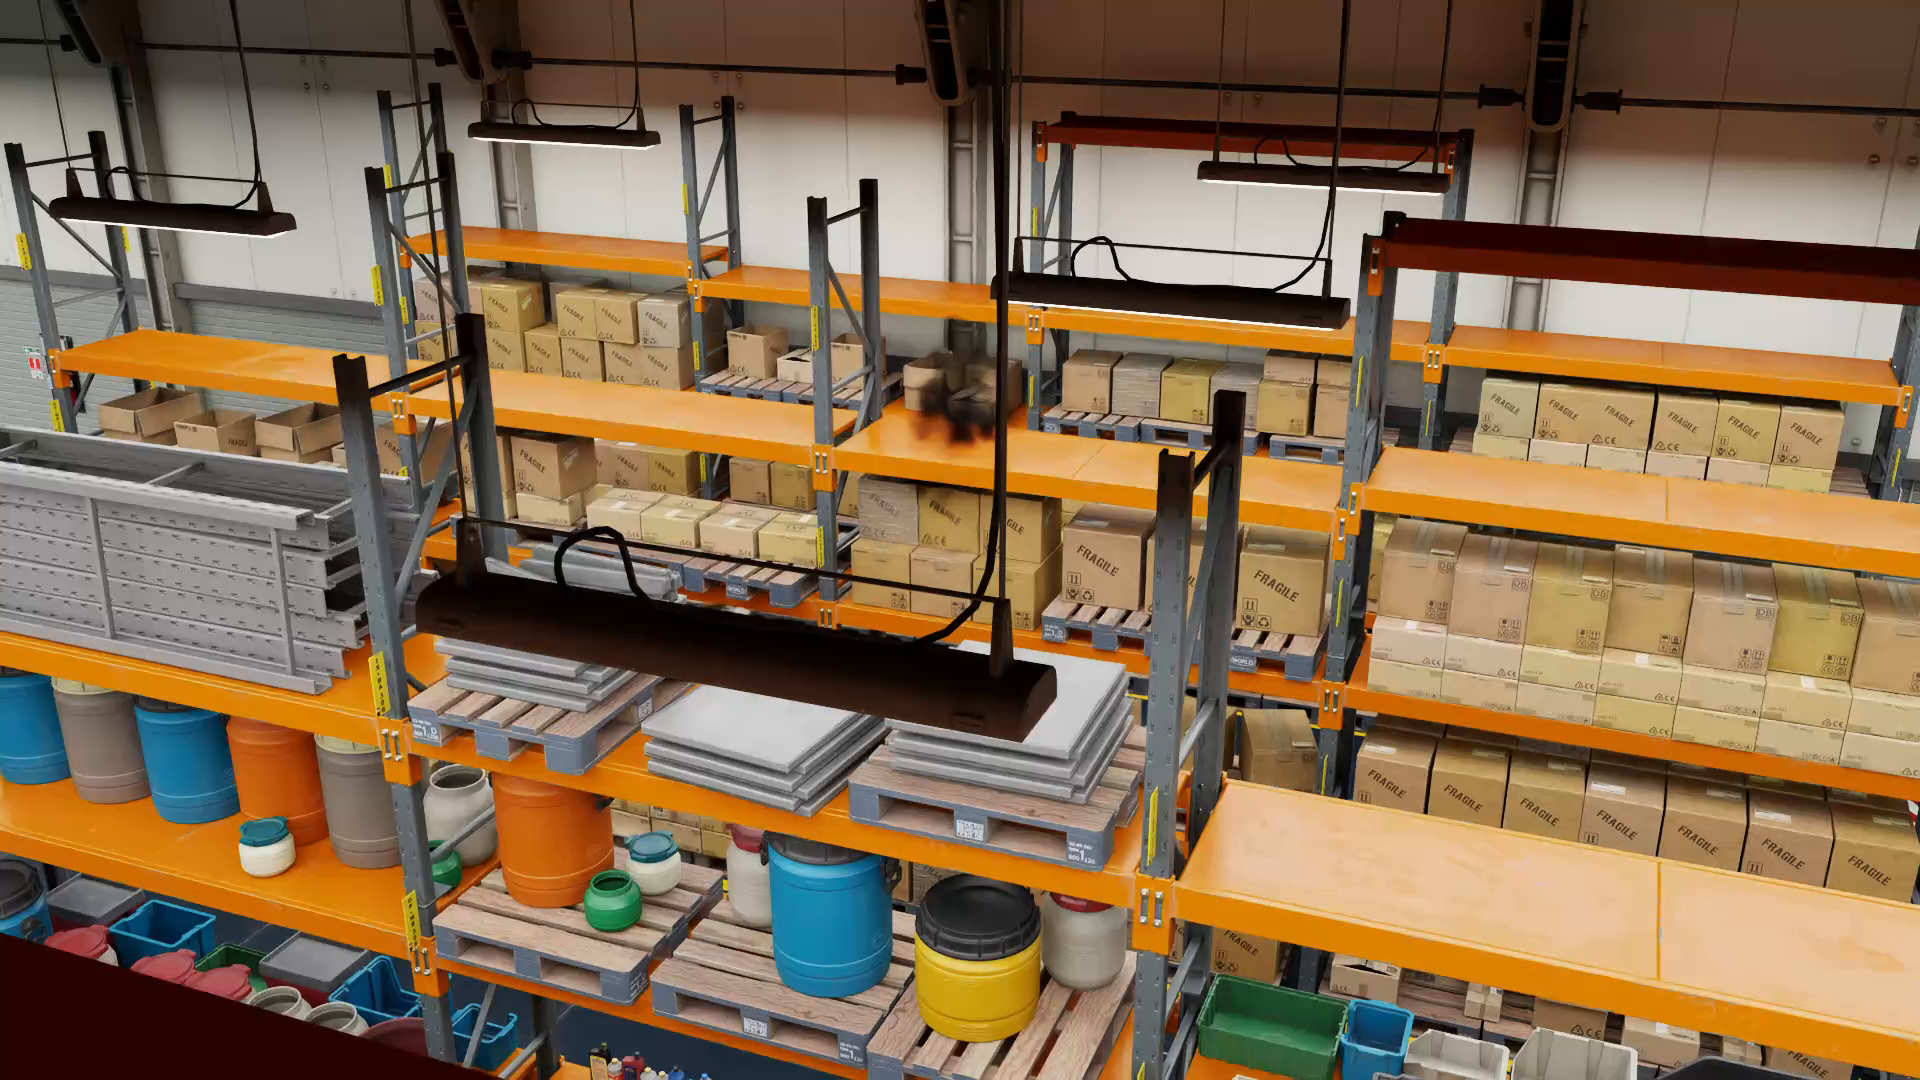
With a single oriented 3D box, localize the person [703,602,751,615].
[{"bbox_3d":[-2.295,0.846,17.175,0.794,1.737,0.575,7,22,17],"label":"person"}]
